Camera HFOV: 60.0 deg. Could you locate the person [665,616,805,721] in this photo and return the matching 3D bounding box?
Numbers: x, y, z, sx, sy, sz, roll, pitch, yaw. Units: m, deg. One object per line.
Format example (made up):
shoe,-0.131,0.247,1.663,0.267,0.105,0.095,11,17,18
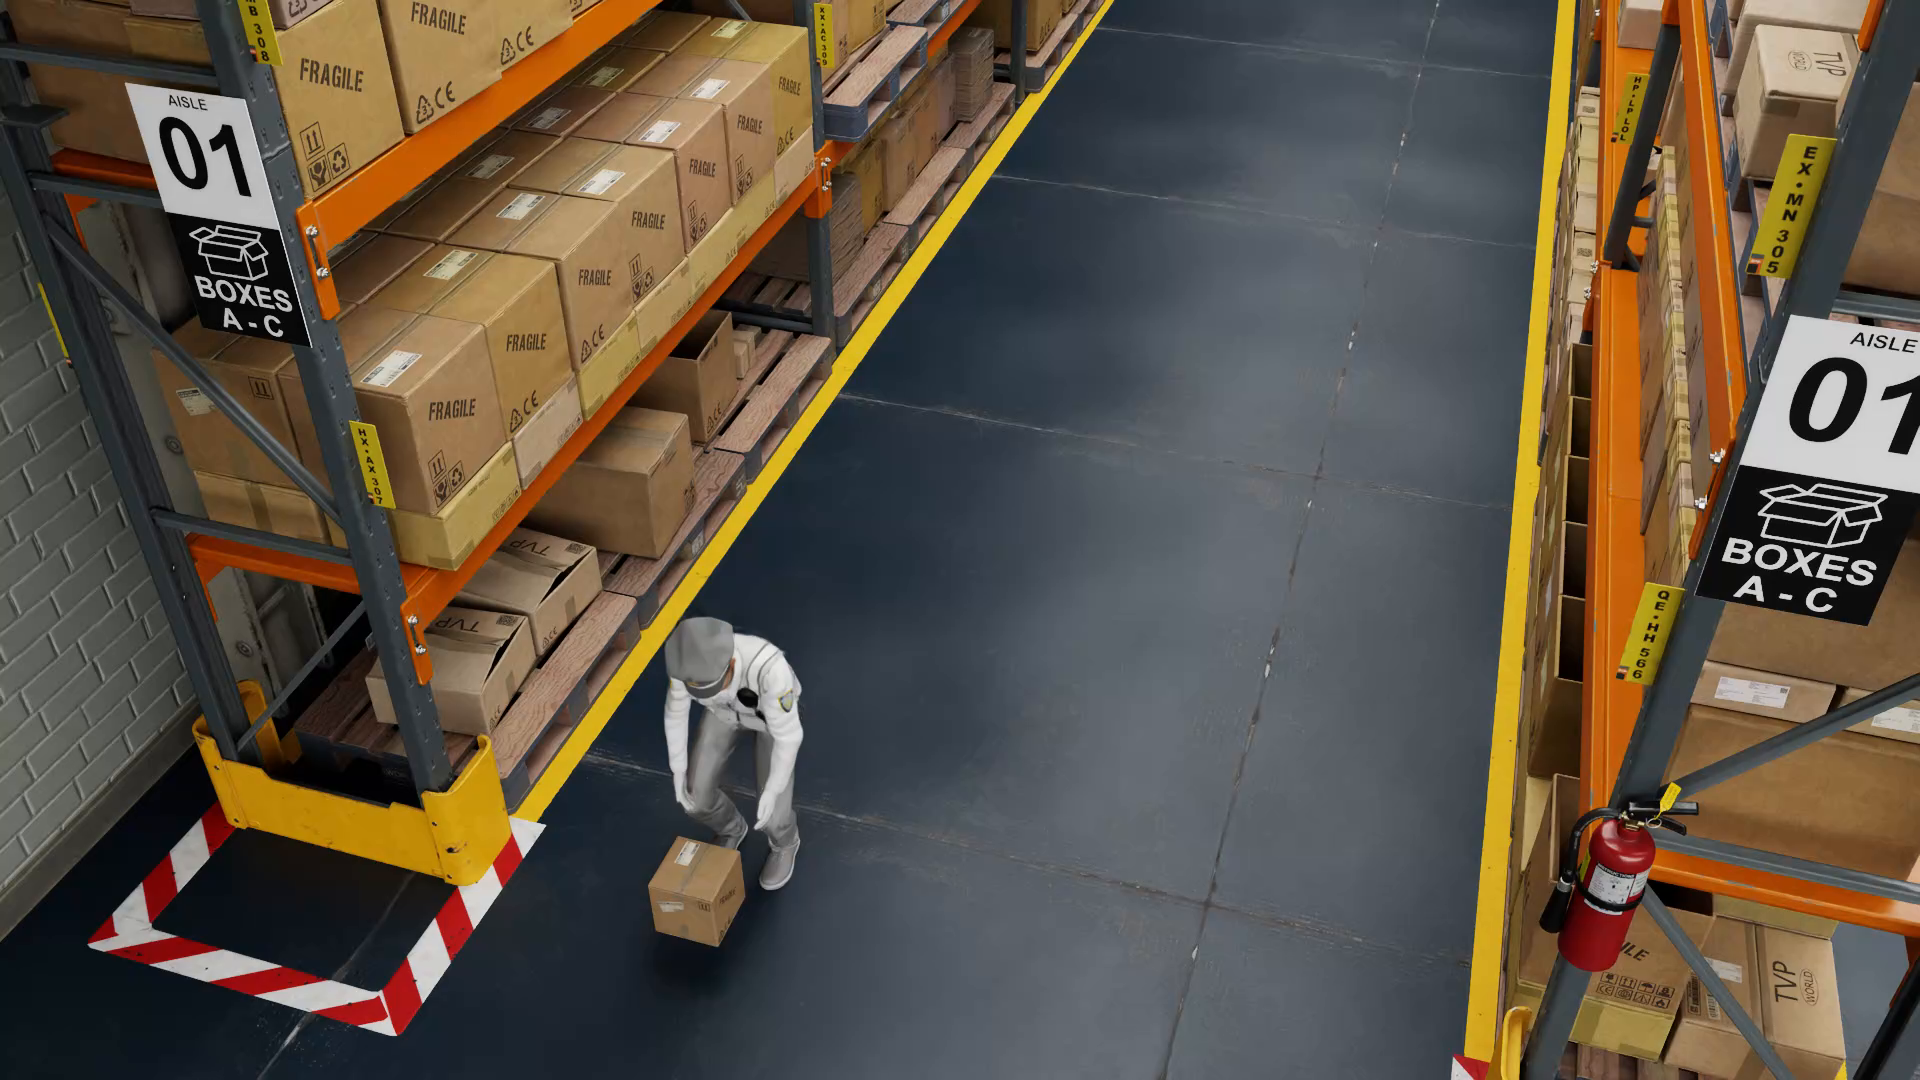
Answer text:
person,-0.820,0.469,5.916,0.380,0.694,0.683,11,39,14
